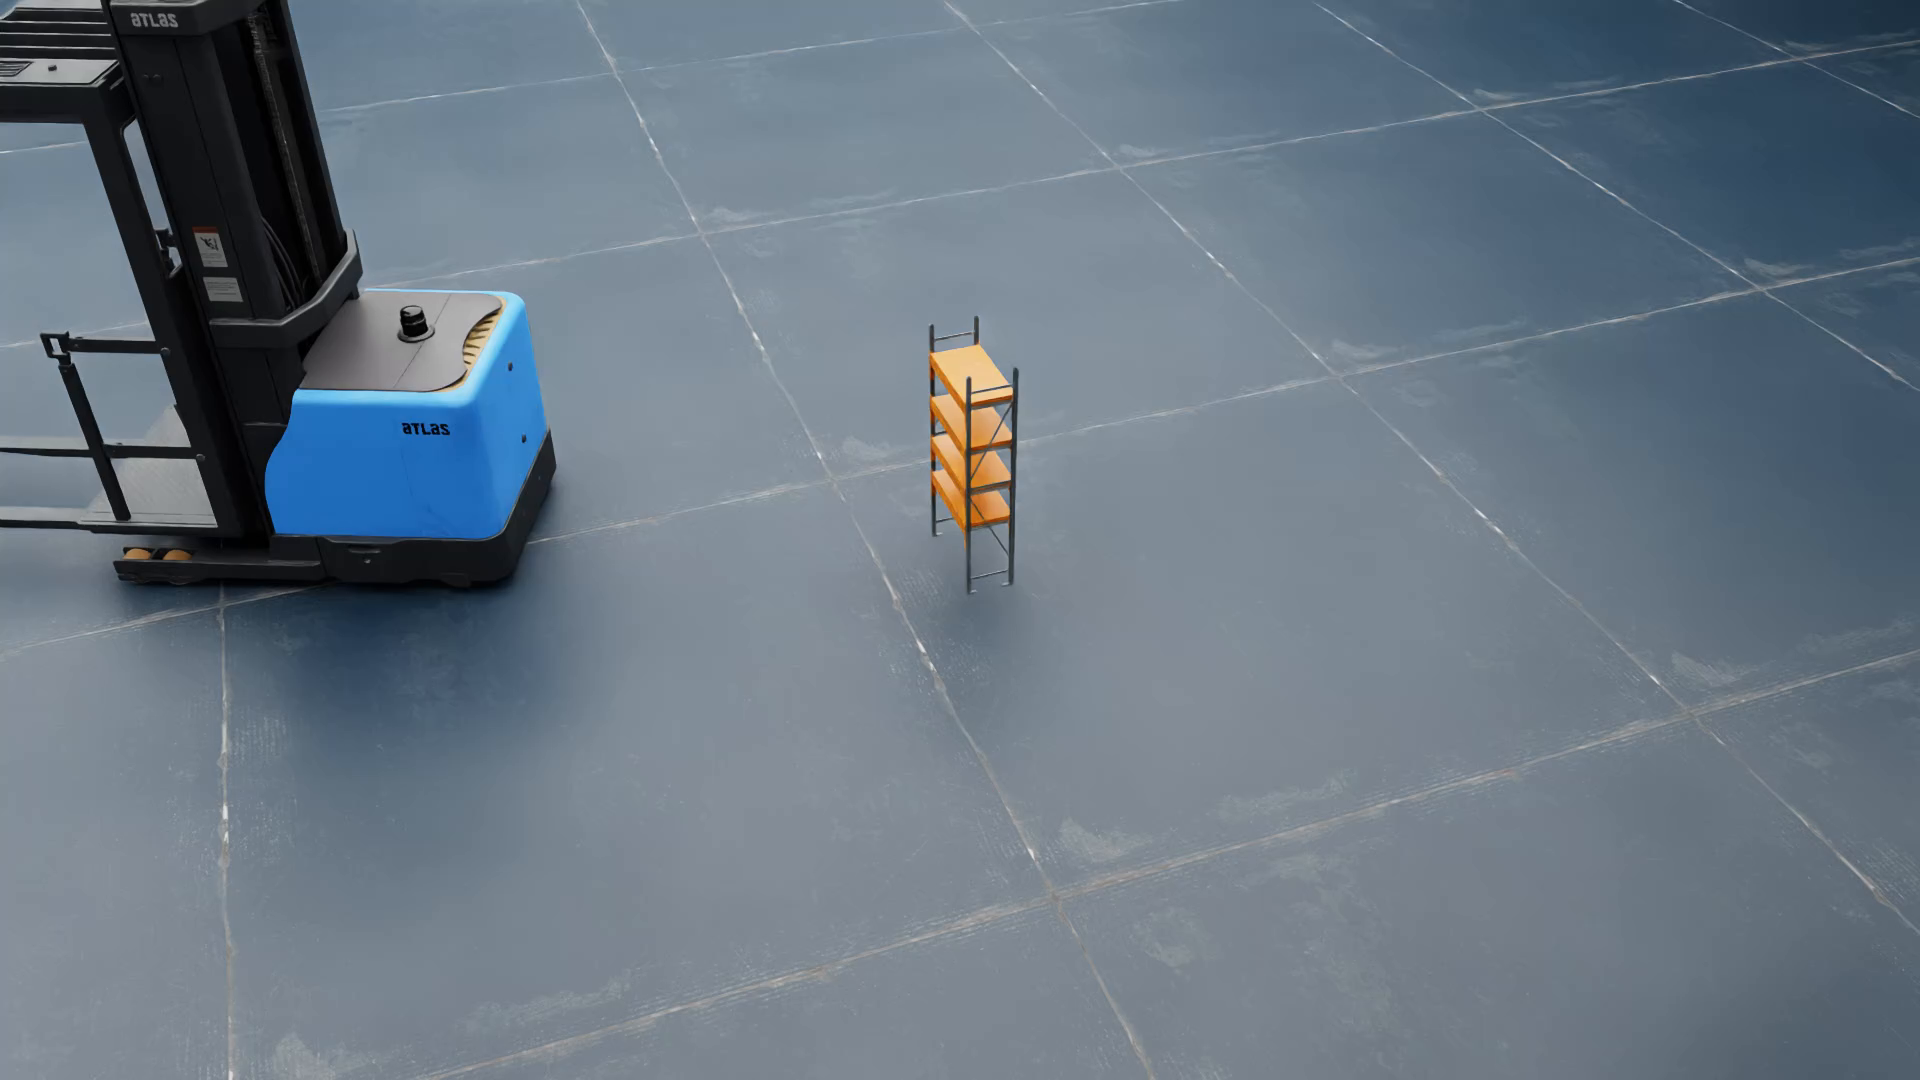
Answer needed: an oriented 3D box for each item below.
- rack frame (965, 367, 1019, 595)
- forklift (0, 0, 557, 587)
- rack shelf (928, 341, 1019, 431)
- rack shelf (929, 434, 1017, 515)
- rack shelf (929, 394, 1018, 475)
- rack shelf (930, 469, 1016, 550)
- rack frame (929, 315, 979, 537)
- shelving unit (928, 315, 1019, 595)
[{"bbox_3d":[0.141,-0.248,7.582,0.240,1.200,0.015,-12,39,-16],"label":"rack frame"},{"bbox_3d":[-3.627,-1.273,7.504,3.031,2.935,1.130,2,37,2],"label":"forklift"},{"bbox_3d":[0.057,-0.700,7.528,0.258,0.148,0.480,-12,39,-16],"label":"rack shelf"},{"bbox_3d":[0.057,-0.332,7.805,0.258,0.148,0.480,-12,39,-16],"label":"rack shelf"},{"bbox_3d":[0.057,-0.511,7.671,0.258,0.148,0.480,-12,39,-16],"label":"rack shelf"},{"bbox_3d":[0.057,-0.173,7.925,0.258,0.148,0.480,-12,39,-16],"label":"rack shelf"},{"bbox_3d":[-0.027,-0.524,7.948,0.240,1.200,0.015,-12,39,-16],"label":"rack frame"},{"bbox_3d":[0.057,-0.386,7.765,0.258,1.200,0.503,-12,39,-16],"label":"shelving unit"}]
